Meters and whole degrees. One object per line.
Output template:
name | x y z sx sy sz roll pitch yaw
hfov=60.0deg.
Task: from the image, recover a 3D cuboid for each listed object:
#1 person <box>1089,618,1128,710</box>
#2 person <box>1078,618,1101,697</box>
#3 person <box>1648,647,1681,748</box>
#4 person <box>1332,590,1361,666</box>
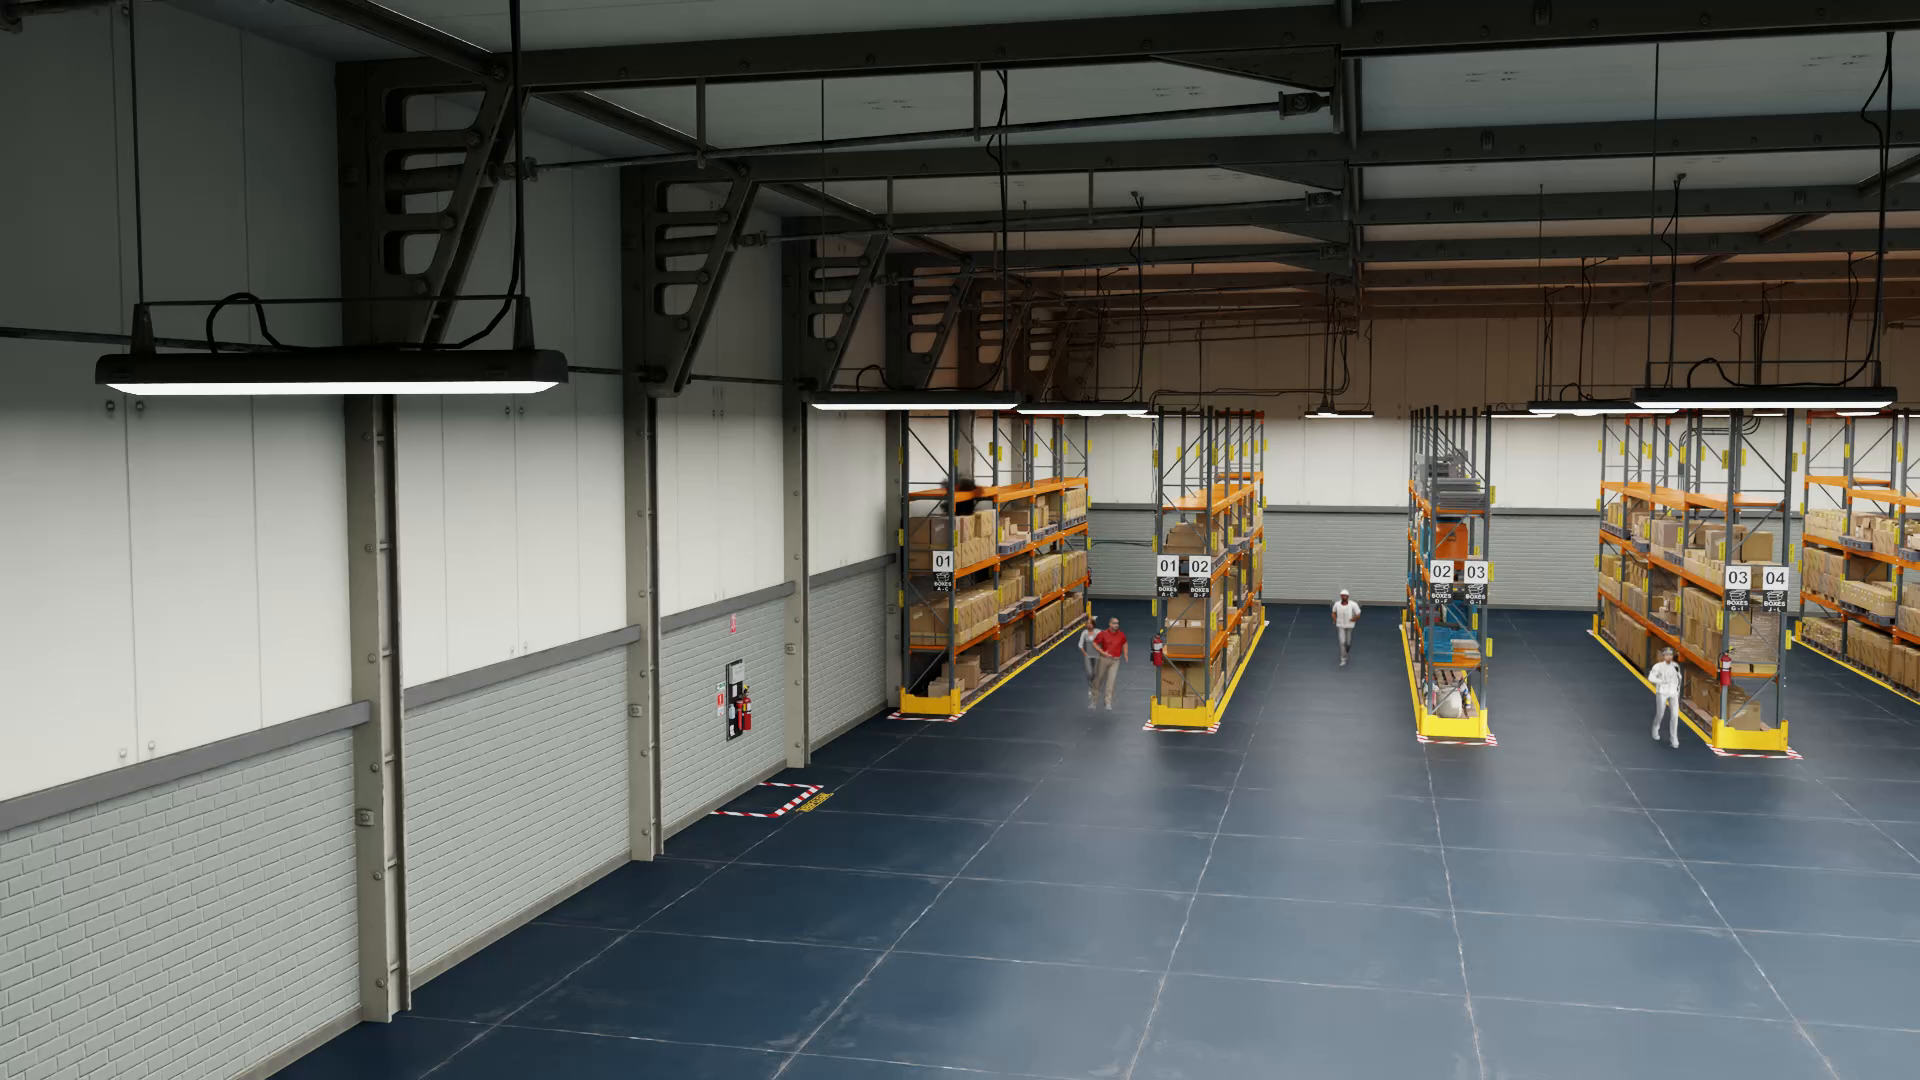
person | 2.865 2.359 31.390 0.721 1.786 0.866 -1 4 -13
person | 2.602 2.316 32.724 0.550 1.562 0.546 1 4 9
person | 12.520 2.752 29.496 0.616 1.736 0.803 0 4 7
person | 9.067 2.050 39.071 0.689 1.767 0.852 1 4 17
